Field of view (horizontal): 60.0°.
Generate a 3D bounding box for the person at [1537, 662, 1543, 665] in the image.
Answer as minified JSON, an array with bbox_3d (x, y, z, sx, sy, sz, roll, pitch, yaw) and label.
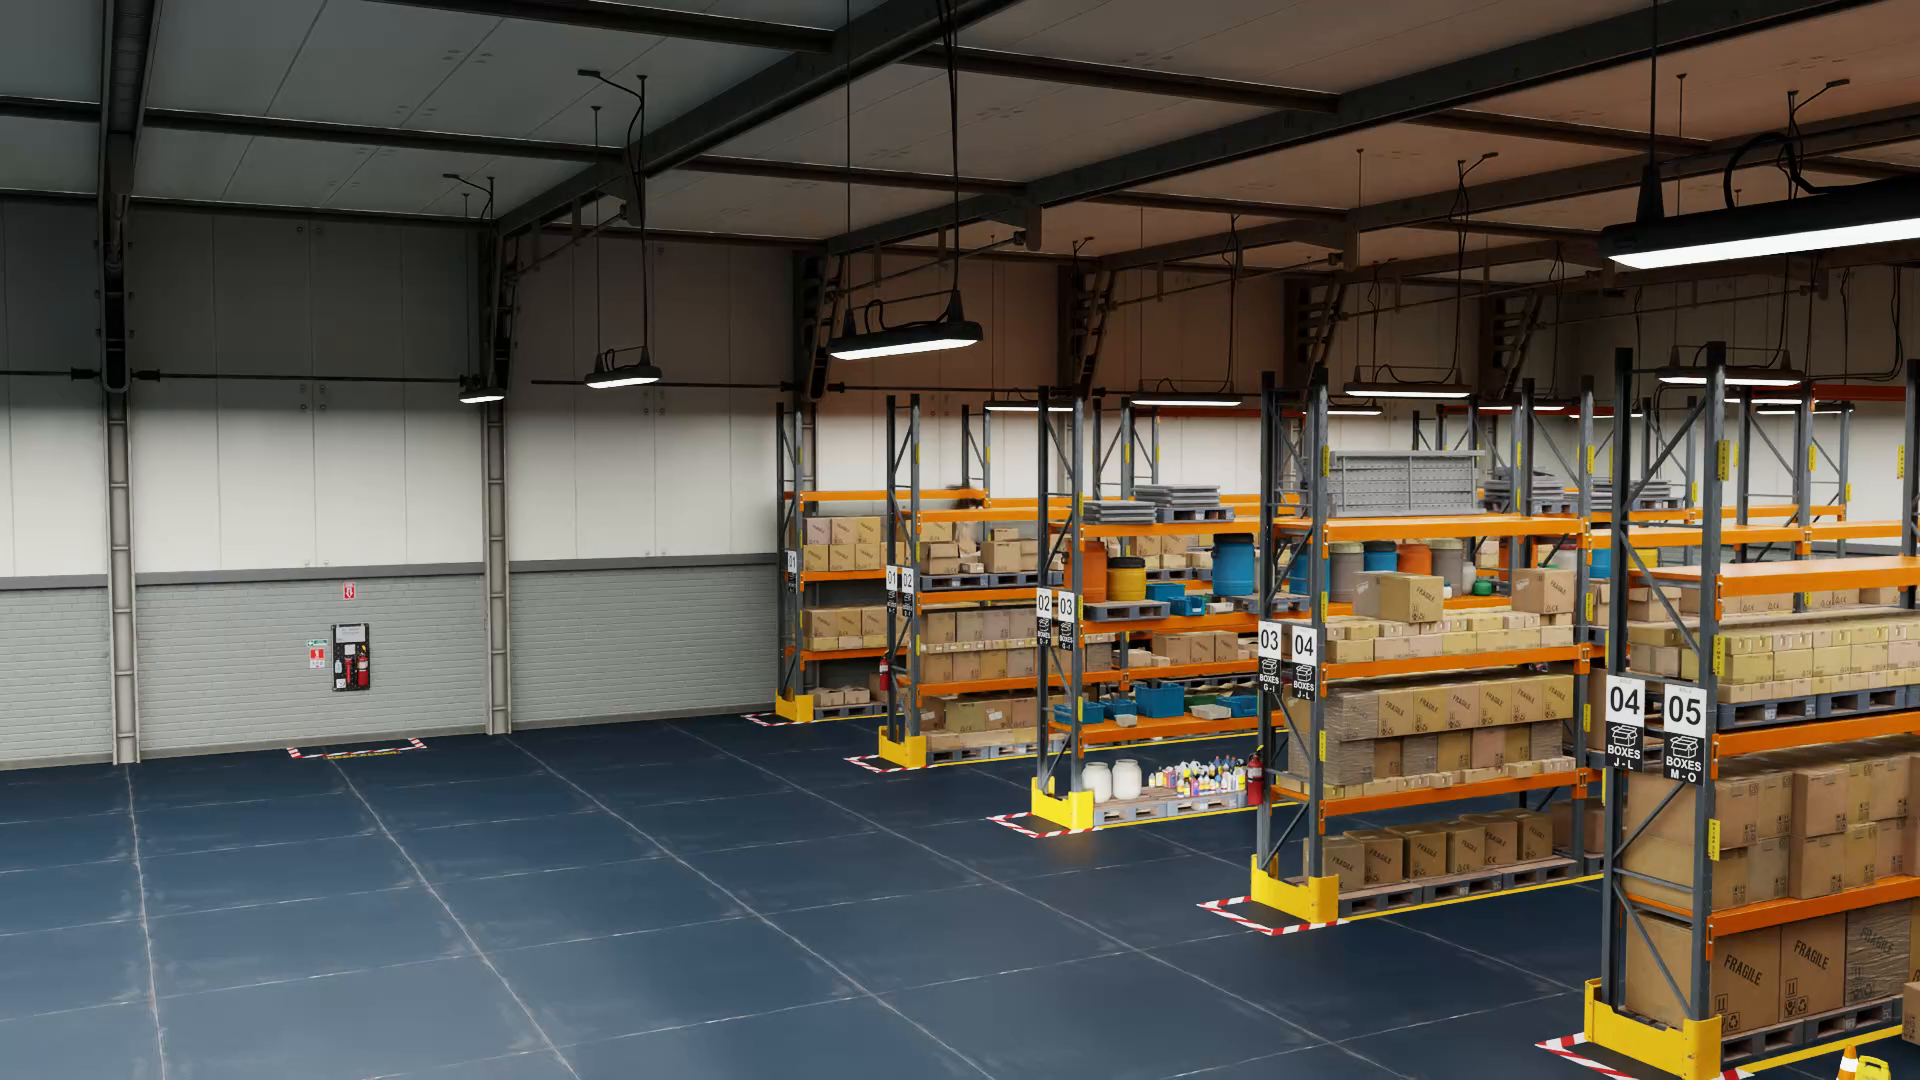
[{"bbox_3d":[13.284,2.087,38.850,0.641,1.758,0.906,2,4,34],"label":"person"}]
